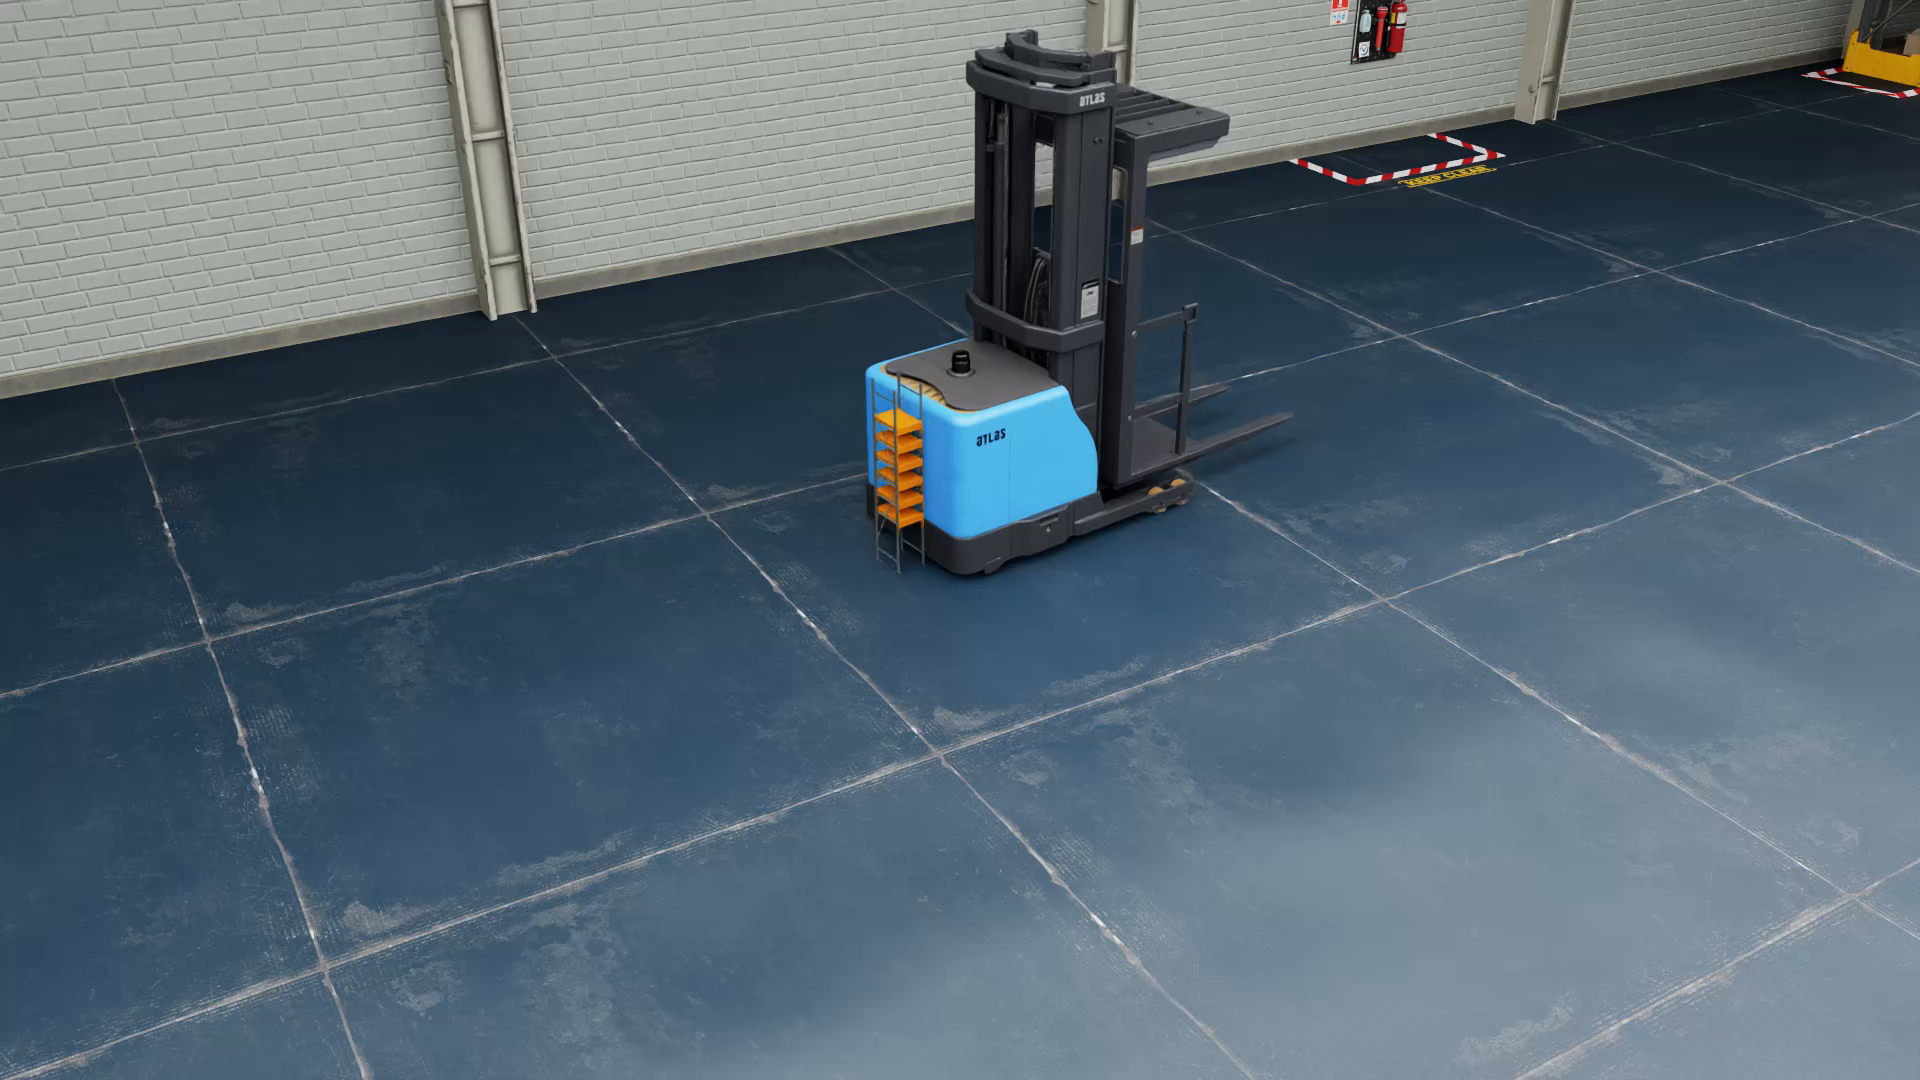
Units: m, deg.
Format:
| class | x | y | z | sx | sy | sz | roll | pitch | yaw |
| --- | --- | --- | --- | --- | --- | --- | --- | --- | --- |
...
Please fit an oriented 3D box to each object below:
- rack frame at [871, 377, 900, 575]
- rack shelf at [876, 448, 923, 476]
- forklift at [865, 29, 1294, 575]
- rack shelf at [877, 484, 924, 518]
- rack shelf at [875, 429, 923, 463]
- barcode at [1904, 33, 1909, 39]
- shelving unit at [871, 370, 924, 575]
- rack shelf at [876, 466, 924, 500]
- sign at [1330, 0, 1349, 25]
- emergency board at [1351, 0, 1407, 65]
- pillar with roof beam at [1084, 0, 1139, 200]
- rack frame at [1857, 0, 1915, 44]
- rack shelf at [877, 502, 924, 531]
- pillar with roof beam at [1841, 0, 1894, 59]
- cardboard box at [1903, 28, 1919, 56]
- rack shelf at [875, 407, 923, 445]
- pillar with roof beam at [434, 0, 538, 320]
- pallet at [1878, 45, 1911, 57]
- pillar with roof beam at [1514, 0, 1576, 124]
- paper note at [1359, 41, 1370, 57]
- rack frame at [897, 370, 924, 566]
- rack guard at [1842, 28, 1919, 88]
| class | x | y | z | sx | sy | sz | roll | pitch | yaw |
| --- | --- | --- | --- | --- | --- | --- | --- | --- | --- |
| rack frame | -0.436 | -0.363 | 9.764 | 0.006 | 1.200 | 0.240 | -20 | 35 | -32 |
| rack shelf | -0.363 | -0.456 | 9.775 | 0.180 | 0.103 | 0.258 | -20 | 35 | -32 |
| forklift | 0.894 | -1.637 | 10.281 | 3.031 | 2.935 | 1.130 | -20 | 35 | -32 |
| rack shelf | -0.363 | -0.245 | 9.891 | 0.180 | 0.103 | 0.258 | -20 | 35 | -32 |
| rack shelf | -0.363 | -0.561 | 9.717 | 0.180 | 0.103 | 0.258 | -20 | 35 | -32 |
| barcode | 12.062 | -6.418 | 21.192 | 0.075 | 0.075 | 0.001 | -16 | 33 | -26 |
| shelving unit | -0.363 | -0.389 | 9.812 | 0.189 | 1.200 | 0.258 | -20 | 35 | -32 |
| rack shelf | -0.363 | -0.350 | 9.833 | 0.180 | 0.103 | 0.258 | -20 | 35 | -32 |
| sign | 3.921 | -5.493 | 17.160 | 0.234 | 0.329 | 0.001 | -16 | 33 | -26 |
| emergency board | 4.450 | -5.570 | 17.336 | 0.643 | 1.169 | 0.194 | -16 | 33 | -26 |
| pillar with roof beam | 3.607 | -5.523 | 11.043 | 0.400 | 9.000 | 9.100 | -16 | 33 | -26 |
| rack frame | 11.607 | -7.096 | 20.101 | 0.127 | 3.000 | 1.000 | -16 | 33 | -26 |
| rack shelf | -0.363 | -0.140 | 9.949 | 0.180 | 0.103 | 0.258 | -20 | 35 | -32 |
| pillar with roof beam | 13.953 | -8.461 | 16.366 | 0.400 | 9.000 | 9.100 | -16 | 33 | -26 |
| cardboard box | 12.249 | -6.243 | 20.884 | 0.500 | 0.311 | 0.500 | -20 | 35 | -32 |
| rack shelf | -0.363 | -0.666 | 9.659 | 0.180 | 0.103 | 0.258 | -20 | 35 | -32 |
| pillar with roof beam | -1.566 | -4.055 | 8.382 | 0.400 | 9.000 | 9.100 | -16 | 33 | -26 |
| pallet | 12.391 | -6.078 | 21.143 | 1.213 | 0.211 | 1.003 | -16 | 33 | -26 |
| pillar with roof beam | 8.780 | -6.992 | 13.704 | 0.400 | 9.000 | 9.100 | -16 | 33 | -26 |
| paper note | 4.262 | -5.169 | 17.523 | 0.142 | 0.148 | 0.016 | -16 | 33 | -26 |
| rack frame | -0.290 | -0.416 | 9.860 | 0.006 | 1.200 | 0.240 | -20 | 35 | -32 |
| rack guard | 11.673 | -6.020 | 20.739 | 0.348 | 0.500 | 1.175 | -16 | 33 | -26 |
